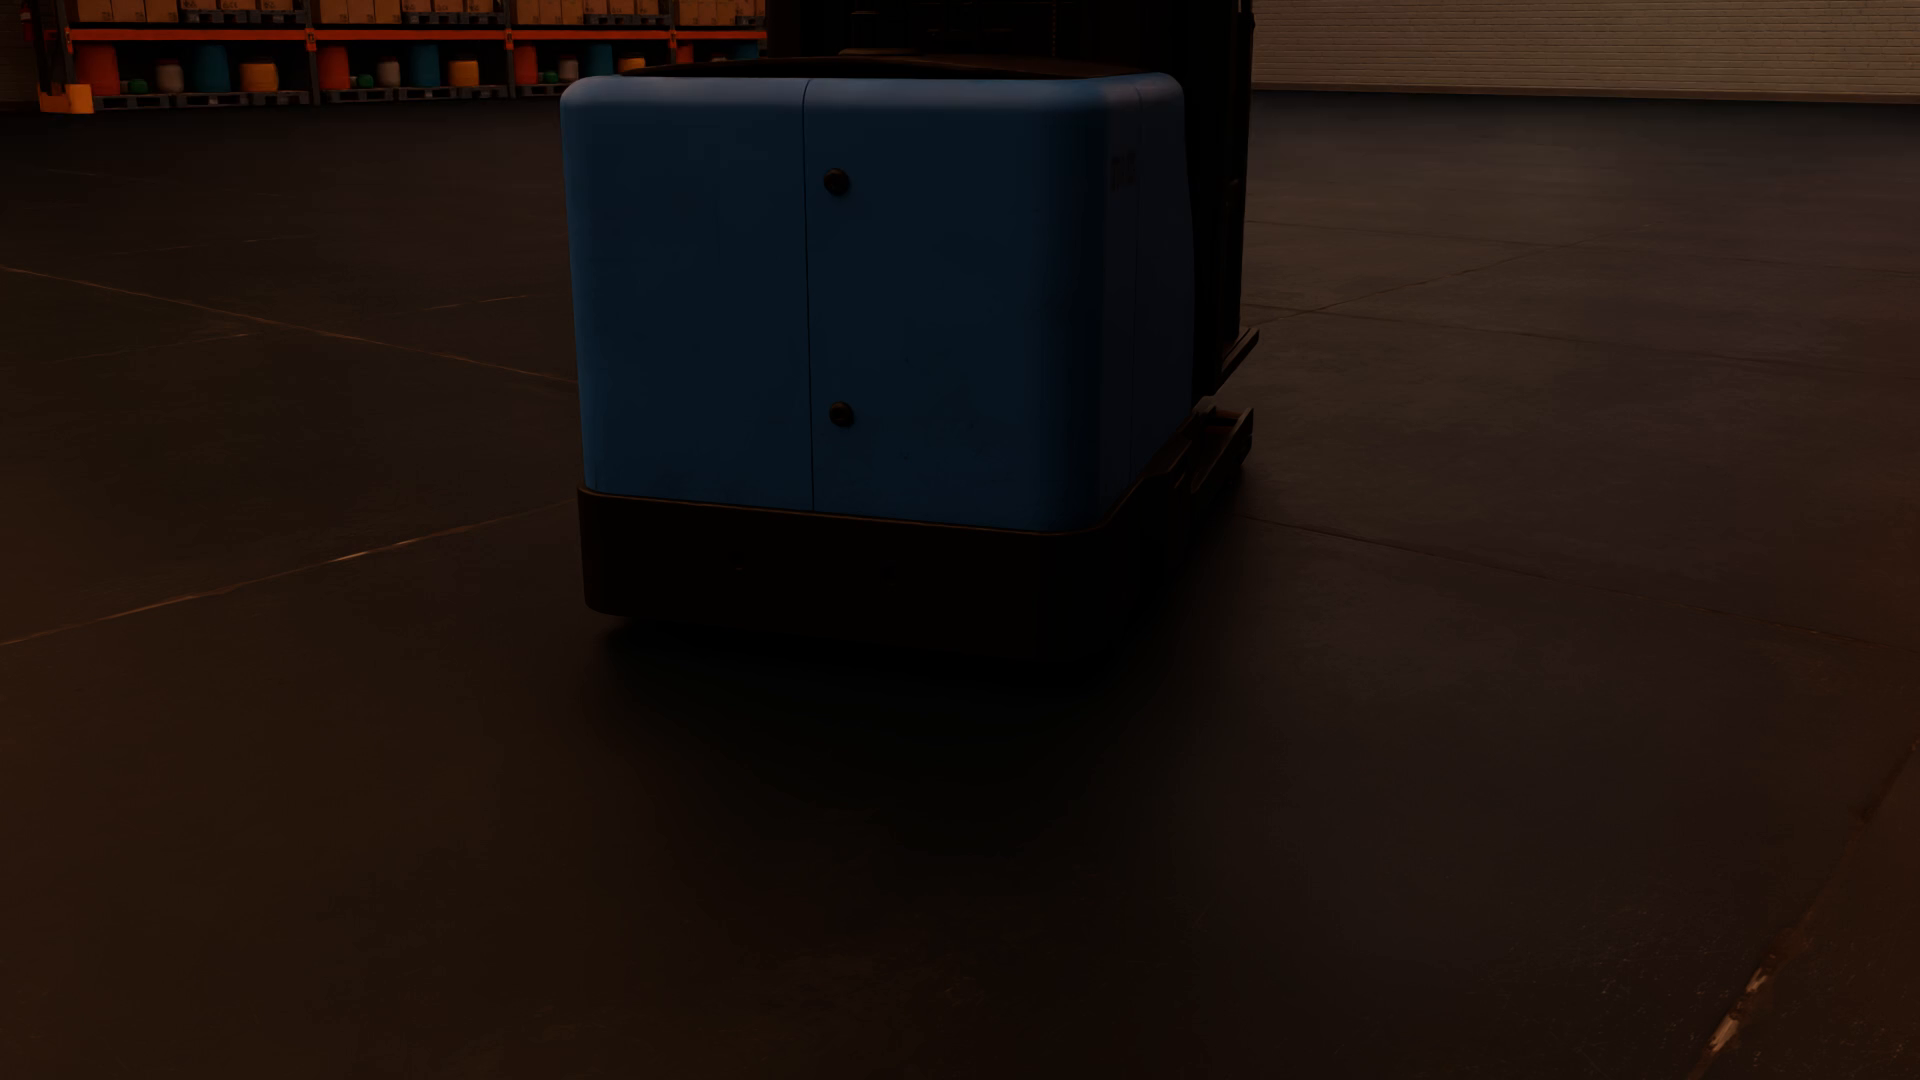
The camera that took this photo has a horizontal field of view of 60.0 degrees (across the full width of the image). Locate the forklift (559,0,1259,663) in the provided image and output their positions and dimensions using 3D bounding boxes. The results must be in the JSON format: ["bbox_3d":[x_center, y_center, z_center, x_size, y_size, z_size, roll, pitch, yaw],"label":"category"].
[{"bbox_3d":[0.182,-1.571,4.072,1.130,2.935,3.031,5,18,17],"label":"forklift"}]
